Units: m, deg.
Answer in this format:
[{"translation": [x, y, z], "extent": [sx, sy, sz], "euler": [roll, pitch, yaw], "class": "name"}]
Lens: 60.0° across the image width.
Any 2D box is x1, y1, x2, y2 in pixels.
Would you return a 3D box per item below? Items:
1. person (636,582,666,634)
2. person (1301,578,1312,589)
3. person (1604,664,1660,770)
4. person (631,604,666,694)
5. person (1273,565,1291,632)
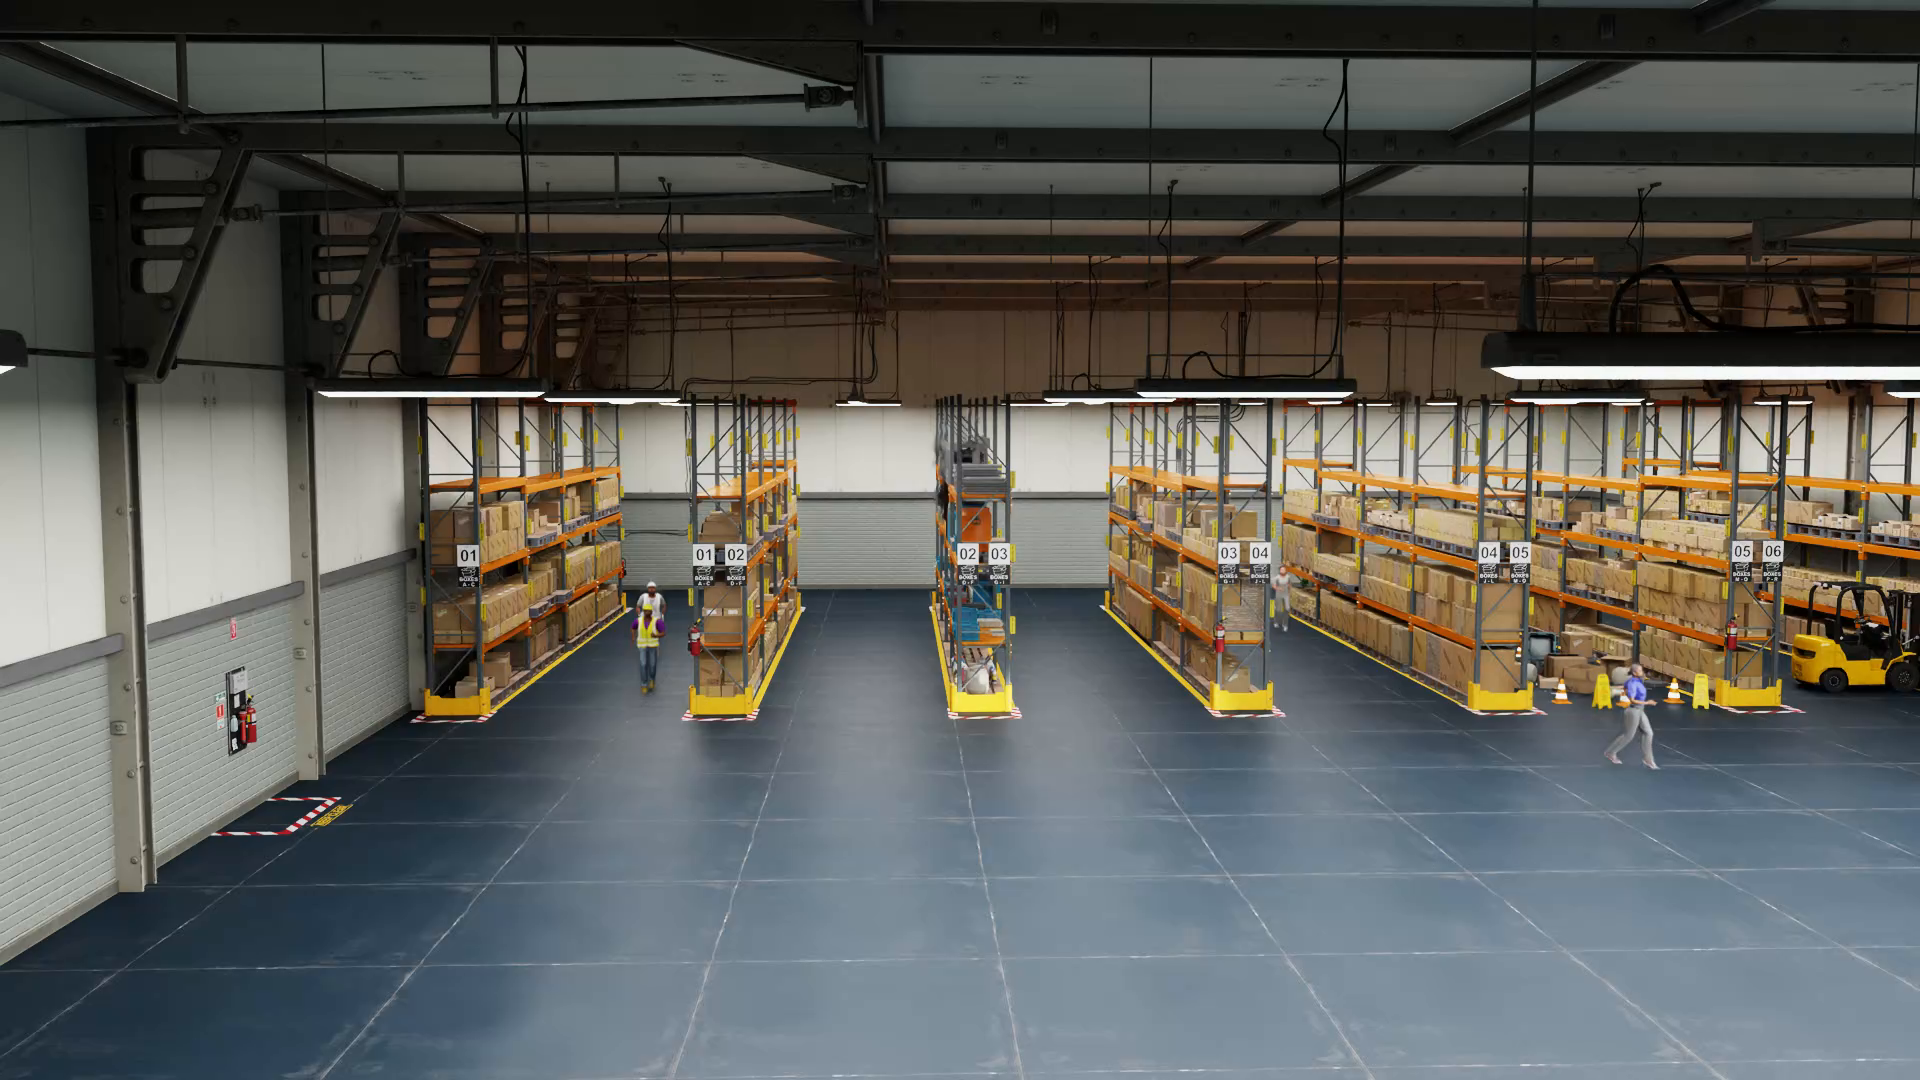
[{"translation": [-7.114, 1.839, 38.354], "extent": [0.687, 1.749, 0.677], "euler": [-1, 5, -11], "class": "person"}, {"translation": [10.270, 0.957, 49.140], "extent": [0.712, 1.747, 0.929], "euler": [-4, 6, -39], "class": "person"}, {"translation": [10.748, 2.832, 26.532], "extent": [0.816, 1.672, 0.582], "euler": [3, 6, 36], "class": "person"}, {"translation": [-6.296, 2.166, 33.588], "extent": [0.704, 1.768, 0.888], "euler": [-1, 5, -9], "class": "person"}, {"translation": [8.352, 1.503, 43.171], "extent": [0.517, 1.718, 0.798], "euler": [0, 4, 0], "class": "person"}]
